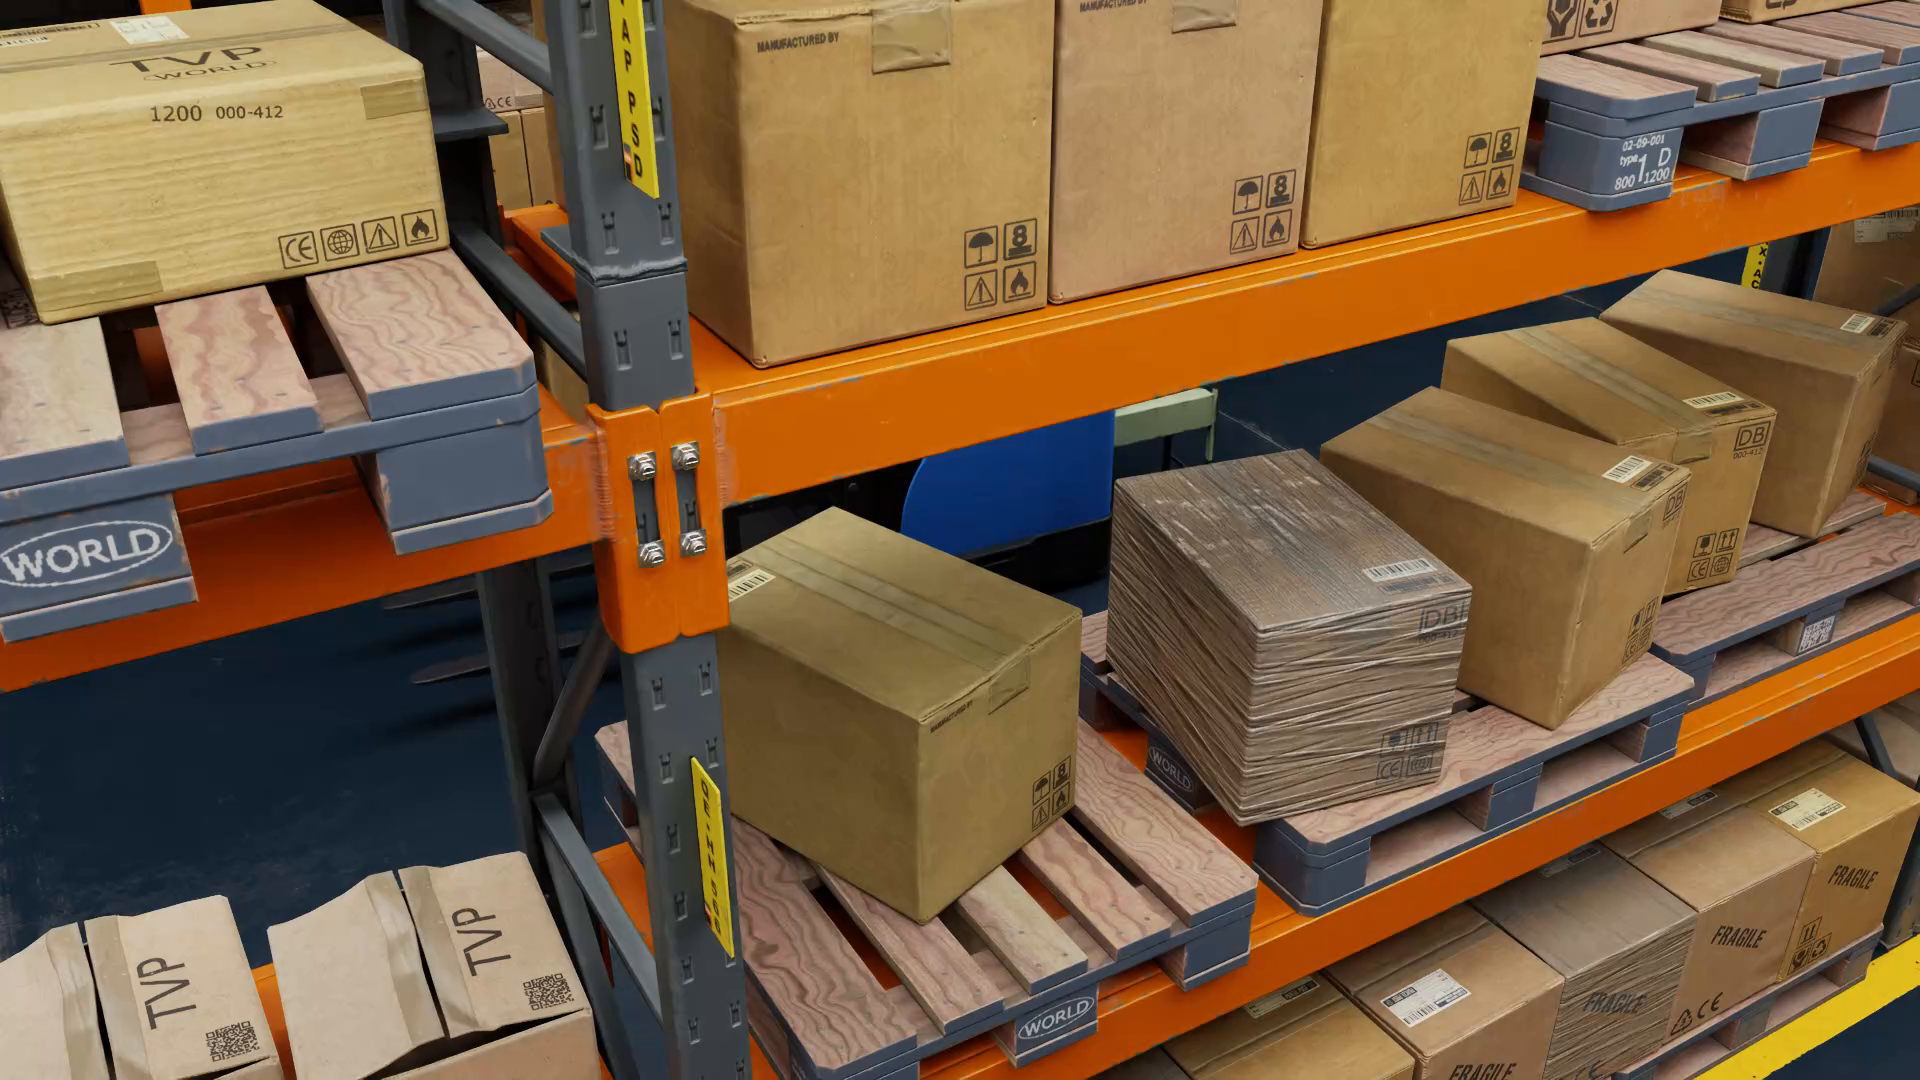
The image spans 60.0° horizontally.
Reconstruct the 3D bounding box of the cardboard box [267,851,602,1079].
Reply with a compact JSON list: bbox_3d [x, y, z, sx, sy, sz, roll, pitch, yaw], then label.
[{"bbox_3d":[-1.000,0.878,3.148,0.500,0.311,0.500,-14,32,-23],"label":"cardboard box"}]

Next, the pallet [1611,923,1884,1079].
[{"bbox_3d":[2.103,1.224,5.313,1.213,0.211,1.003,-16,33,-26],"label":"pallet"}]

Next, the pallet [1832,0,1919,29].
[{"bbox_3d":[2.187,-1.312,4.113,1.003,0.211,1.213,-16,33,-26],"label":"pallet"}]

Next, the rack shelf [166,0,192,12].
[{"bbox_3d":[-1.452,-2.783,7.328,4.000,0.370,1.077,-16,33,-26],"label":"rack shelf"}]

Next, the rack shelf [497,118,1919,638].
[{"bbox_3d":[1.060,-0.720,3.591,4.000,0.370,1.077,-16,33,-26],"label":"rack shelf"}]

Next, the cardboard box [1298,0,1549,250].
[{"bbox_3d":[0.583,-0.962,3.181,0.500,0.500,0.910,-16,33,-26],"label":"cardboard box"}]

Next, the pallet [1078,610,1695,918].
[{"bbox_3d":[1.010,0.374,4.167,1.213,0.211,1.003,-16,33,-26],"label":"pallet"}]

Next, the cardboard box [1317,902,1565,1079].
[{"bbox_3d":[1.204,1.296,4.429,0.500,0.500,0.500,-17,33,-28],"label":"cardboard box"}]

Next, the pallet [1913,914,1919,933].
[{"bbox_3d":[3.377,0.842,6.006,1.213,0.211,1.003,-16,33,-26],"label":"pallet"}]

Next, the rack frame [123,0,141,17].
[{"bbox_3d":[-3.177,-1.295,6.992,0.127,3.000,1.000,-16,33,-26],"label":"rack frame"}]

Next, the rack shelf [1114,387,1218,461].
[{"bbox_3d":[0.790,-0.552,7.873,0.720,0.370,0.431,-14,32,-23],"label":"rack shelf"}]

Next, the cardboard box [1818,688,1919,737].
[{"bbox_3d":[3.132,0.433,5.993,0.500,0.500,0.500,-16,33,-26],"label":"cardboard box"}]

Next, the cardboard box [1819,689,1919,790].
[{"bbox_3d":[3.256,0.761,5.595,0.500,0.311,0.500,-16,33,-26],"label":"cardboard box"}]

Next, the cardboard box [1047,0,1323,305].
[{"bbox_3d":[0.135,-0.835,2.951,0.500,0.500,0.910,-16,33,-26],"label":"cardboard box"}]

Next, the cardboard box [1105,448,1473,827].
[{"bbox_3d":[0.707,0.195,3.755,0.500,0.500,0.700,-10,30,-17],"label":"cardboard box"}]

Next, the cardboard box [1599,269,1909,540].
[{"bbox_3d":[2.263,-0.416,4.862,0.700,0.500,0.500,22,36,34],"label":"cardboard box"}]

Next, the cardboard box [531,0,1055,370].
[{"bbox_3d":[-0.305,-0.710,2.724,0.500,0.500,0.910,-16,33,-26],"label":"cardboard box"}]

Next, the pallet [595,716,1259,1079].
[{"bbox_3d":[-0.115,0.657,3.654,1.003,0.211,1.213,-16,33,-26],"label":"pallet"}]

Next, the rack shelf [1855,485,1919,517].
[{"bbox_3d":[4.509,-0.386,6.090,4.000,0.370,1.077,-16,33,-26],"label":"rack shelf"}]

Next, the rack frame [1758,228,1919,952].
[{"bbox_3d":[2.785,-0.211,5.029,0.127,3.000,1.000,-16,33,-26],"label":"rack frame"}]

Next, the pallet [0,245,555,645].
[{"bbox_3d":[-1.204,-0.260,2.207,1.003,0.211,1.213,-14,32,-24],"label":"pallet"}]

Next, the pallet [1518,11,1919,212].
[{"bbox_3d":[1.294,-1.057,3.651,1.003,0.211,1.213,-16,33,-26],"label":"pallet"}]

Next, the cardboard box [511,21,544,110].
[{"bbox_3d":[-1.763,-2.066,7.180,0.500,0.250,0.500,-16,33,-26],"label":"cardboard box"}]

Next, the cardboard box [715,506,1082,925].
[{"bbox_3d":[-0.178,0.339,3.493,0.700,0.500,0.500,22,36,34],"label":"cardboard box"}]

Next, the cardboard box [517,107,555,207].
[{"bbox_3d":[-1.744,-1.735,7.358,0.500,0.500,0.500,-16,33,-27],"label":"cardboard box"}]

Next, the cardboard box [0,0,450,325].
[{"bbox_3d":[-1.027,-0.529,2.221,0.500,0.250,0.500,-19,34,-30],"label":"cardboard box"}]

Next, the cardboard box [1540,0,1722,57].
[{"bbox_3d":[1.165,-1.376,3.393,0.600,0.600,0.600,-17,33,-28],"label":"cardboard box"}]

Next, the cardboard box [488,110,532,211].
[{"bbox_3d":[-2.172,-1.614,7.139,0.500,0.500,0.500,-15,32,-25],"label":"cardboard box"}]

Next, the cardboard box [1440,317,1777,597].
[{"bbox_3d":[1.702,-0.222,4.509,0.500,0.500,0.700,-11,31,-19],"label":"cardboard box"}]

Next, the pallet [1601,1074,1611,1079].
[{"bbox_3d":[1.050,1.525,4.768,1.213,0.211,1.003,-16,33,-26],"label":"pallet"}]

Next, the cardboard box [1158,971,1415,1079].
[{"bbox_3d":[0.757,1.426,4.193,0.500,0.500,0.500,-16,33,-27],"label":"cardboard box"}]

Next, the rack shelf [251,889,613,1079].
[{"bbox_3d":[-2.388,1.572,2.541,4.000,0.370,1.077,-16,33,-26],"label":"rack shelf"}]

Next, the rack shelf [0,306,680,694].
[{"bbox_3d":[-2.388,0.259,1.816,4.000,0.370,1.077,-16,33,-26],"label":"rack shelf"}]

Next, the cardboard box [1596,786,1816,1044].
[{"bbox_3d":[2.074,1.048,4.878,0.500,0.500,0.500,-16,33,-26],"label":"cardboard box"}]

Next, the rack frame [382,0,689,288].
[{"bbox_3d":[-0.664,-1.859,1.805,0.127,3.000,1.000,-16,33,-26],"label":"rack frame"}]

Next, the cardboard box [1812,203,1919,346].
[{"bbox_3d":[3.090,-0.925,5.183,0.500,0.500,0.500,-16,33,-26],"label":"cardboard box"}]

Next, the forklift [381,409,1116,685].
[{"bbox_3d":[-0.873,-1.016,6.557,3.031,2.935,1.130,-14,32,-23],"label":"forklift"}]

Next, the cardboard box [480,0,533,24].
[{"bbox_3d":[-2.025,-2.275,7.559,0.500,0.250,0.500,-17,33,-28],"label":"cardboard box"}]

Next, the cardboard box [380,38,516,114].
[{"bbox_3d":[-2.192,-1.942,6.956,0.500,0.250,0.500,-16,33,-27],"label":"cardboard box"}]

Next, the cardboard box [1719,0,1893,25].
[{"bbox_3d":[1.748,-1.530,3.673,0.600,0.600,0.600,-16,33,-27],"label":"cardboard box"}]

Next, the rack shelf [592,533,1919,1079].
[{"bbox_3d":[1.060,0.593,4.315,4.000,0.370,1.077,-16,33,-26],"label":"rack shelf"}]

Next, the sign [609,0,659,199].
[{"bbox_3d":[-0.390,-0.573,1.963,0.005,0.325,0.100,-16,33,-26],"label":"sign"}]

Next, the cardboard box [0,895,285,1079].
[{"bbox_3d":[-1.533,0.945,3.025,0.500,0.311,0.500,-16,33,-27],"label":"cardboard box"}]

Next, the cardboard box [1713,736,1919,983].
[{"bbox_3d":[2.504,0.931,5.091,0.500,0.500,0.500,-16,33,-27],"label":"cardboard box"}]

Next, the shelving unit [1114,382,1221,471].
[{"bbox_3d":[0.790,-0.838,7.715,0.755,1.500,0.431,-14,32,-23],"label":"shelving unit"}]

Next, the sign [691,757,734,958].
[{"bbox_3d":[-0.380,0.491,2.557,0.005,0.325,0.100,-16,33,-26],"label":"sign"}]

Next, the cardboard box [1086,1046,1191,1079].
[{"bbox_3d":[0.322,1.547,3.975,0.500,0.500,0.500,-17,33,-28],"label":"cardboard box"}]

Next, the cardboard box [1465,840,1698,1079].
[{"bbox_3d":[1.641,1.171,4.656,0.500,0.500,0.500,-15,32,-26],"label":"cardboard box"}]

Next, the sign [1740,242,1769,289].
[{"bbox_3d":[2.503,-0.815,5.226,0.005,0.325,0.100,-16,33,-26],"label":"sign"}]

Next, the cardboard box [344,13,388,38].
[{"bbox_3d":[-2.469,-2.150,7.334,0.500,0.250,0.500,-17,33,-28],"label":"cardboard box"}]

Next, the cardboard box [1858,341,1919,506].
[{"bbox_3d":[3.086,-0.484,5.420,0.500,0.500,0.500,-15,32,-26],"label":"cardboard box"}]

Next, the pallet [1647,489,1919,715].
[{"bbox_3d":[2.040,0.023,4.803,1.213,0.211,1.003,-16,33,-26],"label":"pallet"}]

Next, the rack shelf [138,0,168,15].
[{"bbox_3d":[-4.901,-1.804,5.554,4.000,0.370,1.077,-16,33,-26],"label":"rack shelf"}]

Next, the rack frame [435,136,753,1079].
[{"bbox_3d":[-0.664,0.768,3.254,0.127,3.000,1.000,-16,33,-26],"label":"rack frame"}]

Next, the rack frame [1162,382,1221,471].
[{"bbox_3d":[1.117,-0.917,7.859,0.023,1.500,0.400,-14,32,-23],"label":"rack frame"}]

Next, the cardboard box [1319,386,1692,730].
[{"bbox_3d":[1.293,0.019,4.073,0.700,0.500,0.500,26,38,38],"label":"cardboard box"}]

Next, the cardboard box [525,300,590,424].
[{"bbox_3d":[-1.718,-0.875,8.021,0.750,0.750,0.750,-16,33,-27],"label":"cardboard box"}]
